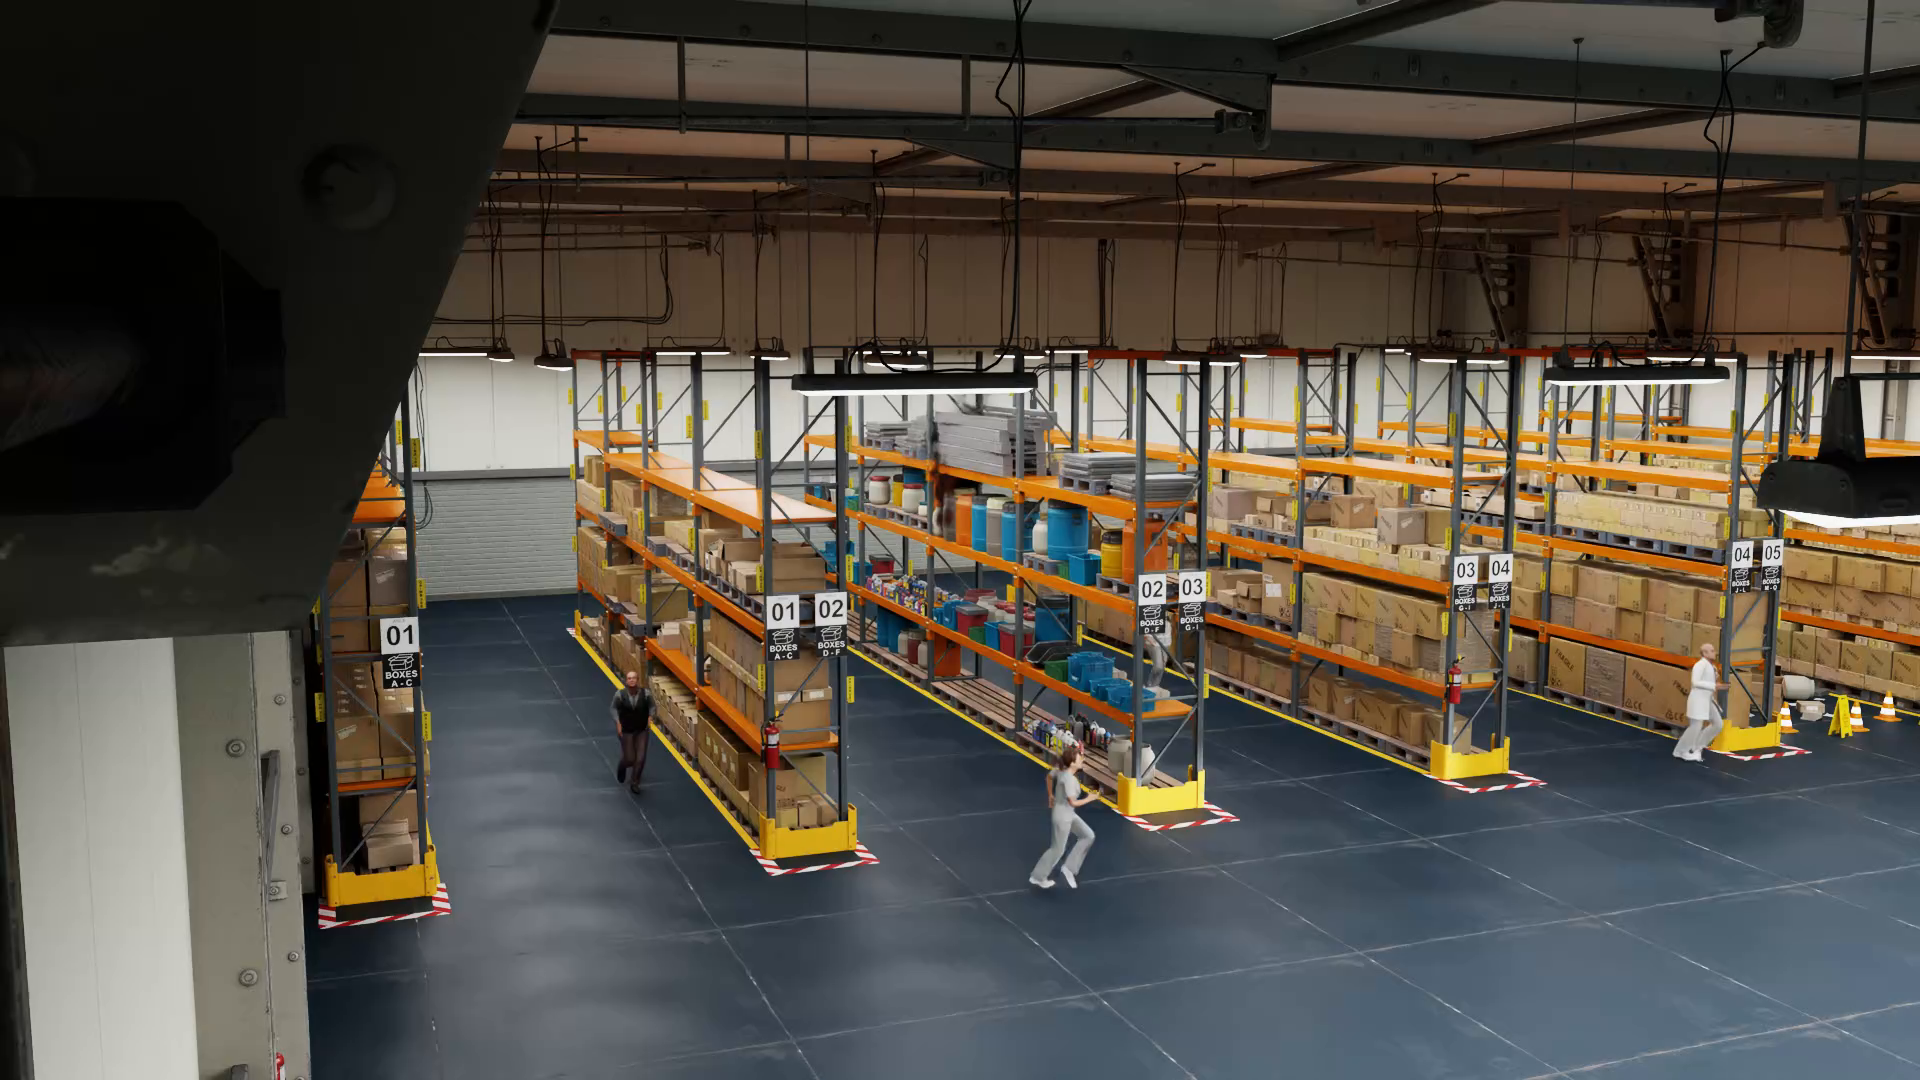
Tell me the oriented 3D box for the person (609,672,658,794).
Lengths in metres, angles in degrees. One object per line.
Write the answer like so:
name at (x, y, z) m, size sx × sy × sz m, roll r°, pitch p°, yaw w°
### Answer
person at (-4.523, 2.650, 23.005) m, size 0.610 × 1.696 × 0.627 m, roll -2°, pitch 7°, yaw -19°

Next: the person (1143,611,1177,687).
person at (3.348, 1.806, 27.765) m, size 0.591 × 1.711 × 0.573 m, roll -4°, pitch 8°, yaw -27°

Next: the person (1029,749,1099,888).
person at (1.181, 3.160, 18.871) m, size 0.786 × 1.638 × 0.591 m, roll 0°, pitch 7°, yaw 2°

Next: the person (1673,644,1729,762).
person at (11.036, 2.451, 24.623) m, size 0.712 × 1.722 × 0.737 m, roll -7°, pitch 10°, yaw -44°
